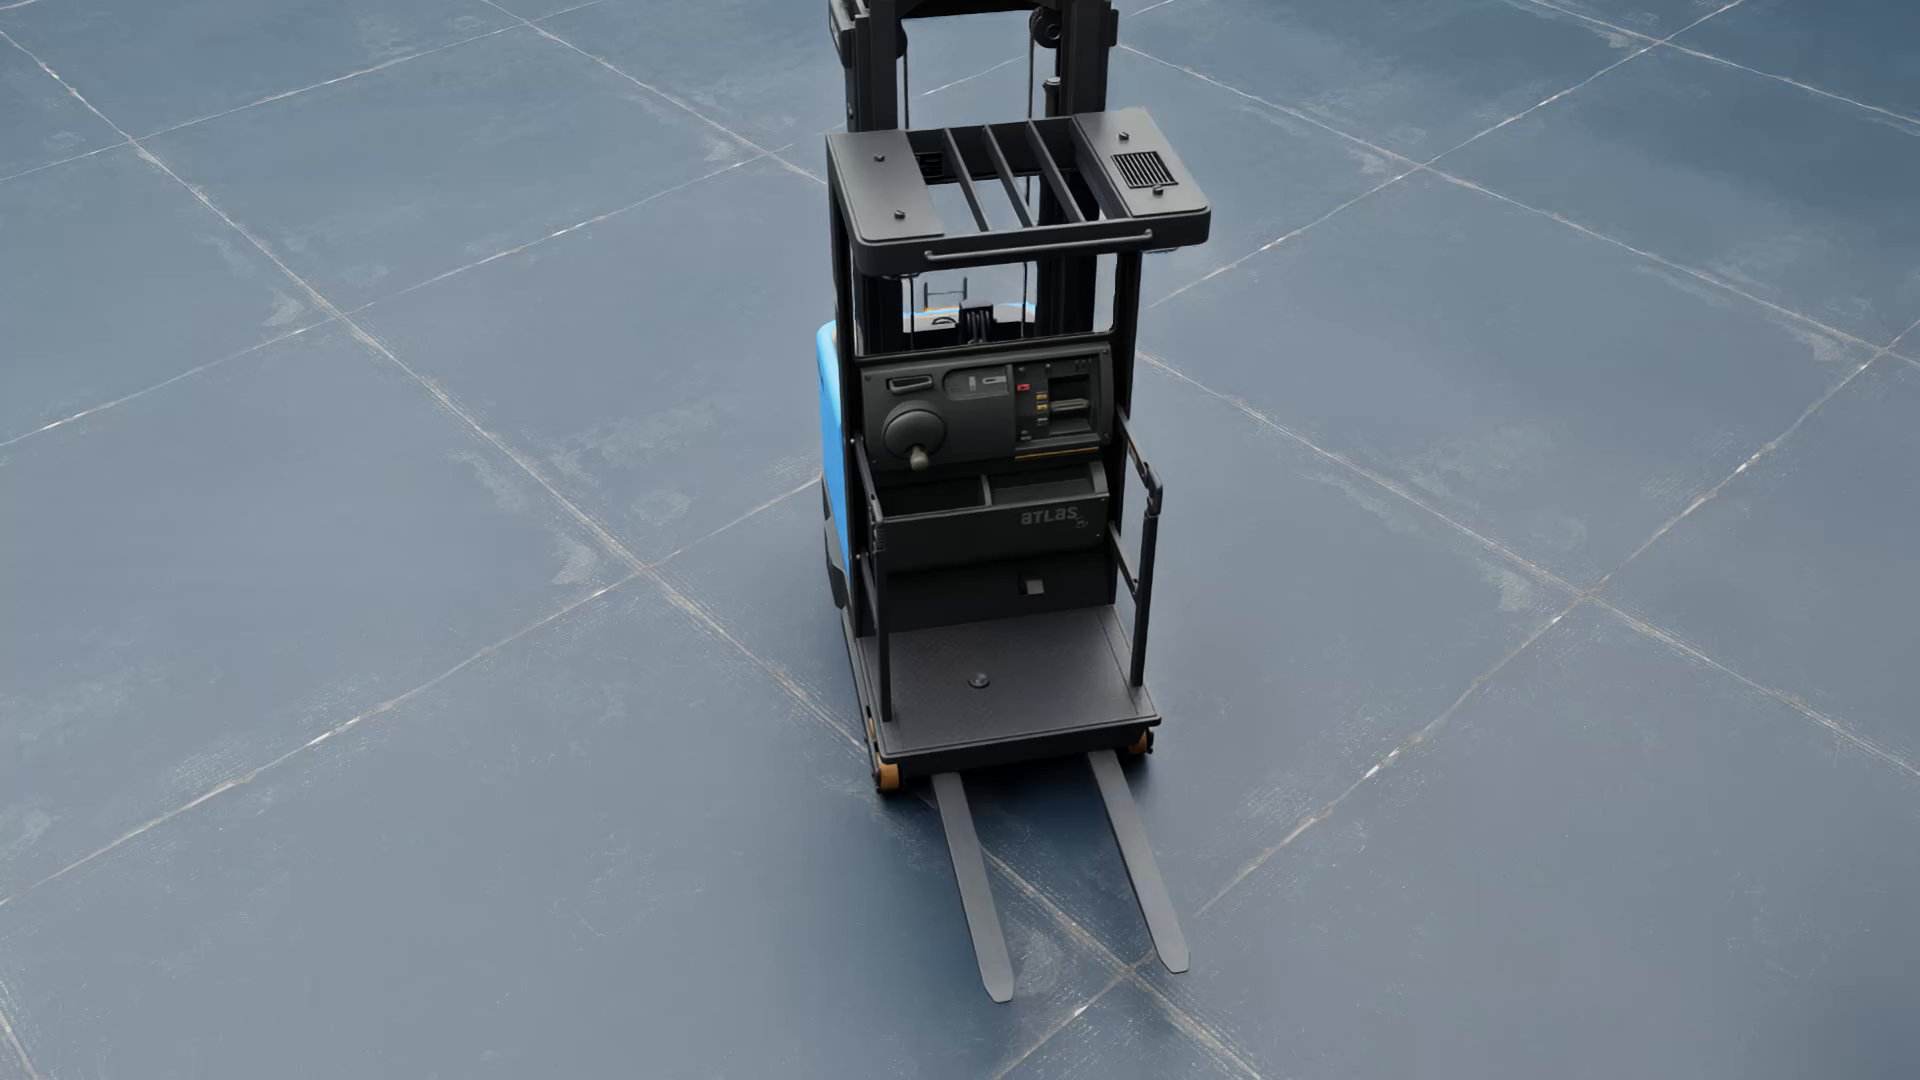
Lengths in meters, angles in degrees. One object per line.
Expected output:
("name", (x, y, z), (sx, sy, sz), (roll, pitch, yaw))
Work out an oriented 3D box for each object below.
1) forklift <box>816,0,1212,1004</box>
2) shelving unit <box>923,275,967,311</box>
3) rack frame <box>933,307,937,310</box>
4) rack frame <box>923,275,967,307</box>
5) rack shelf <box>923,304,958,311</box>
("forklift", (0.150, -0.409, 5.923), (1.130, 2.935, 3.031), (-7, 39, -9))
("shelving unit", (-0.044, -0.707, 7.789), (0.215, 1.050, 0.252), (-7, 39, -8))
("rack frame", (-0.021, -0.631, 7.696), (0.200, 1.050, 0.008), (-7, 39, -8))
("rack frame", (-0.067, -0.782, 7.883), (0.200, 1.050, 0.008), (-7, 39, -8))
("rack shelf", (-0.044, -0.919, 7.618), (0.215, 0.259, 0.240), (-7, 39, -8))
